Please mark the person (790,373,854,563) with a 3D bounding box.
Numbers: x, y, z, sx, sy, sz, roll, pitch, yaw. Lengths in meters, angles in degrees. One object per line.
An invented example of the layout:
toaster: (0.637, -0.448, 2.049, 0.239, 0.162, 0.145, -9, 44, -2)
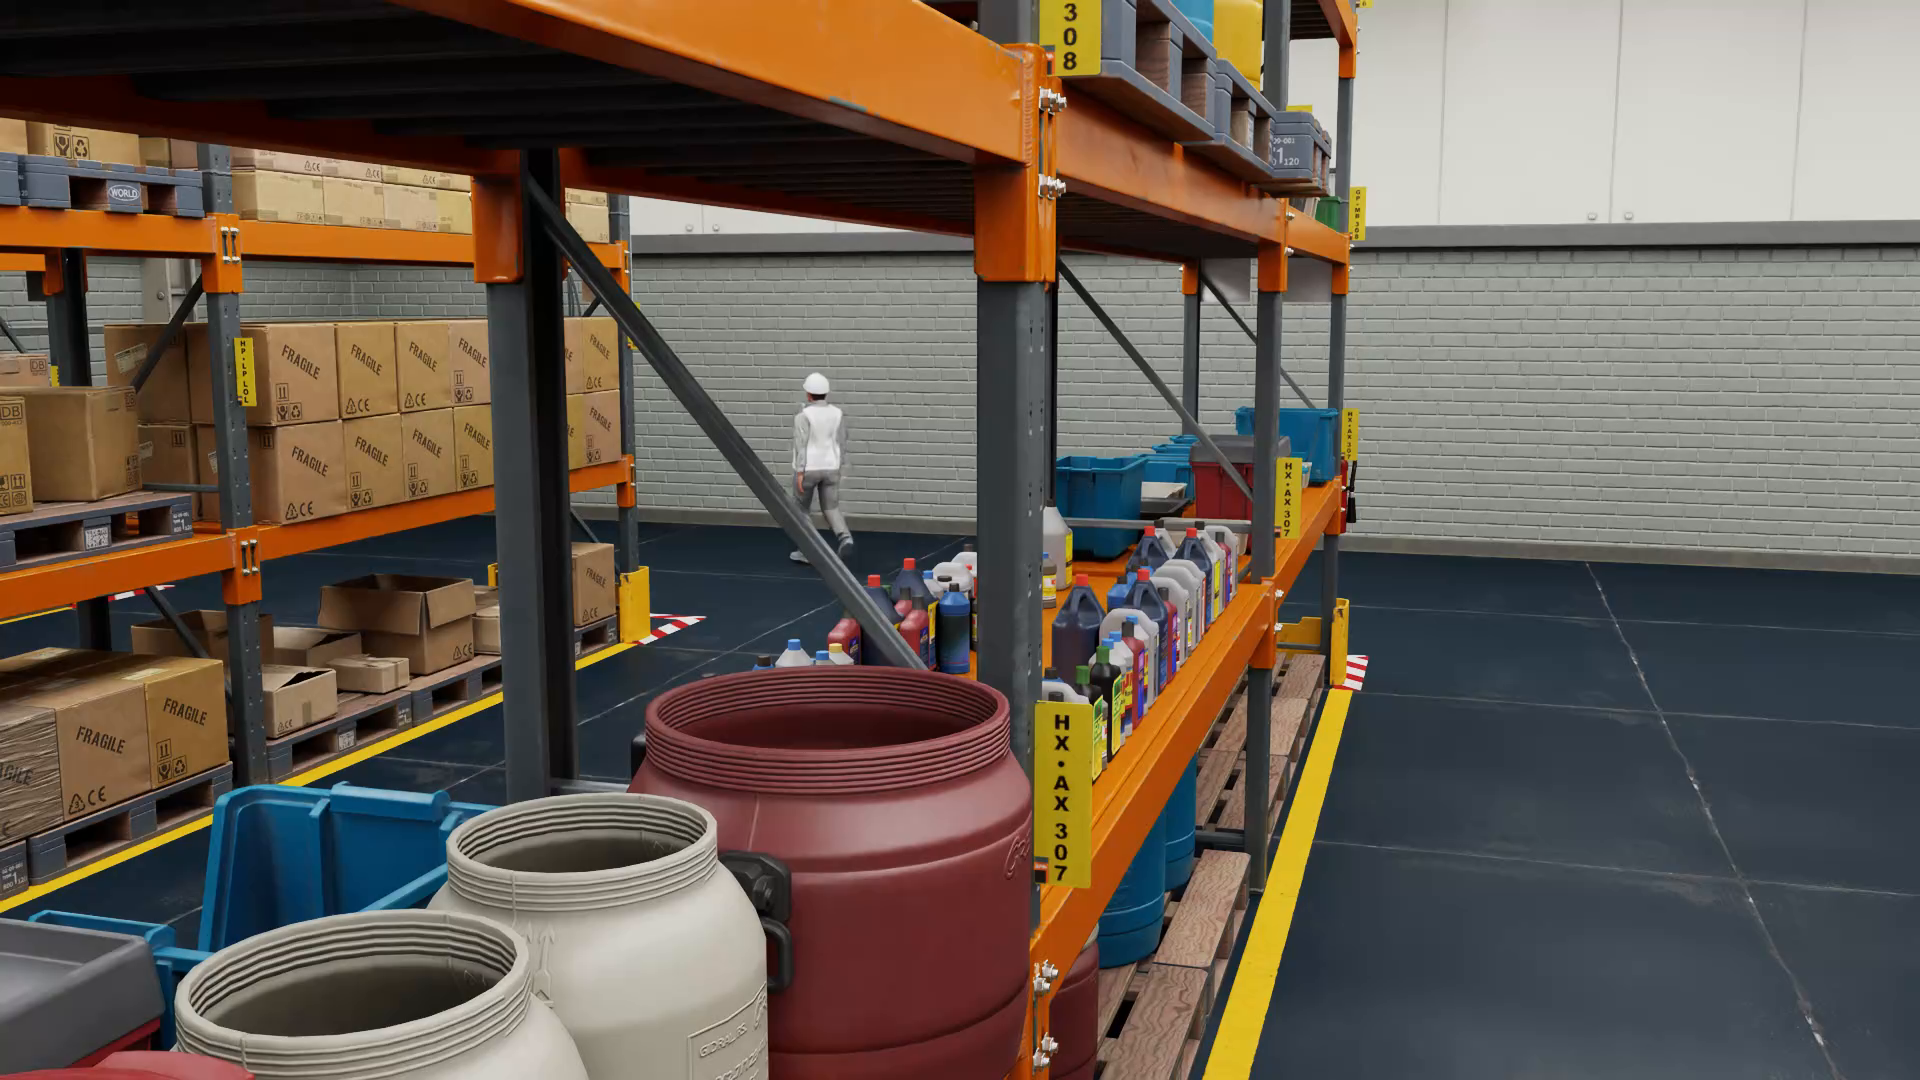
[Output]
person: (-1.268, -0.642, 15.116, 0.545, 1.747, 0.848, -5, 10, -31)
